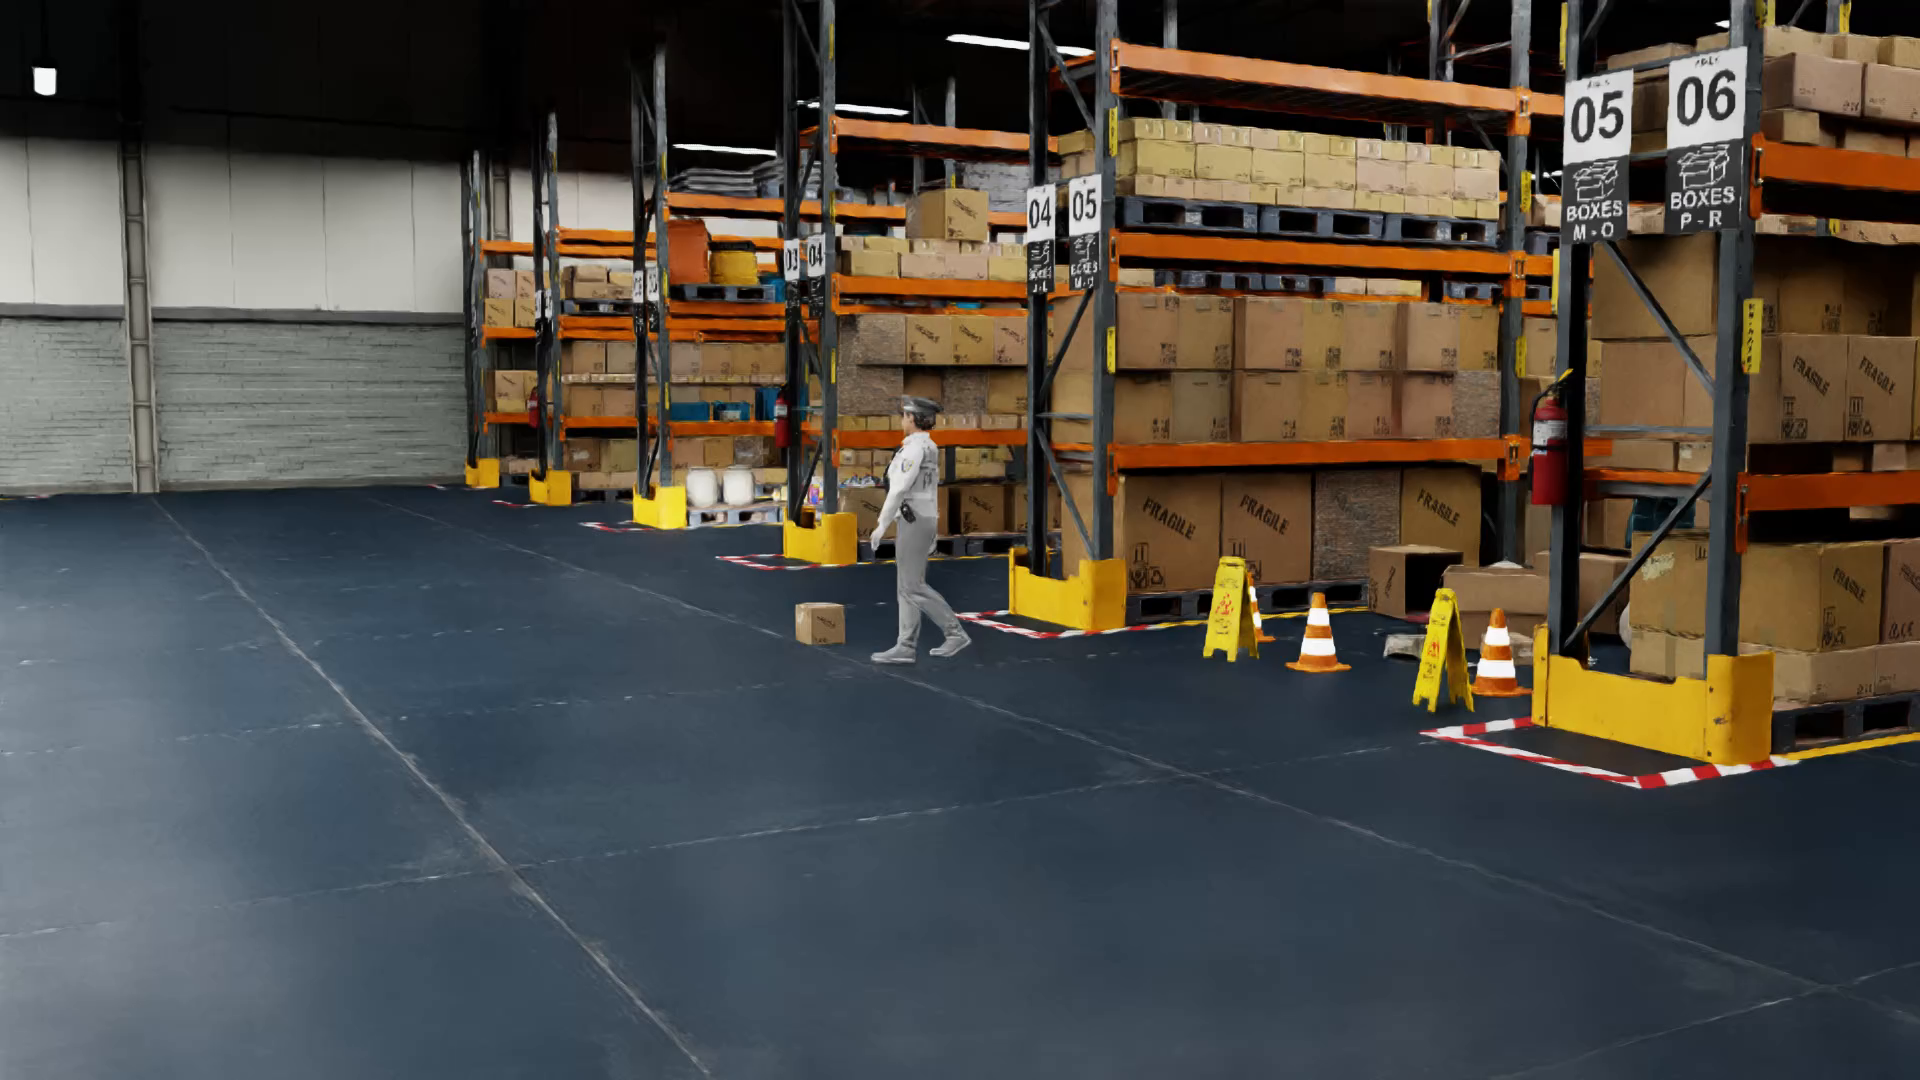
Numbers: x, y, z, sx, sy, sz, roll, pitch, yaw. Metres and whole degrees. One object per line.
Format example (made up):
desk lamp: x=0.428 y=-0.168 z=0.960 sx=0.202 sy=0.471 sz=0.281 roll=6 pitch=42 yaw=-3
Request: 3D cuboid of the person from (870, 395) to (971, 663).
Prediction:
person: x=-0.237 y=-0.070 z=10.326 sx=0.632 sy=1.657 sz=0.511 roll=0 pitch=5 yaw=4
